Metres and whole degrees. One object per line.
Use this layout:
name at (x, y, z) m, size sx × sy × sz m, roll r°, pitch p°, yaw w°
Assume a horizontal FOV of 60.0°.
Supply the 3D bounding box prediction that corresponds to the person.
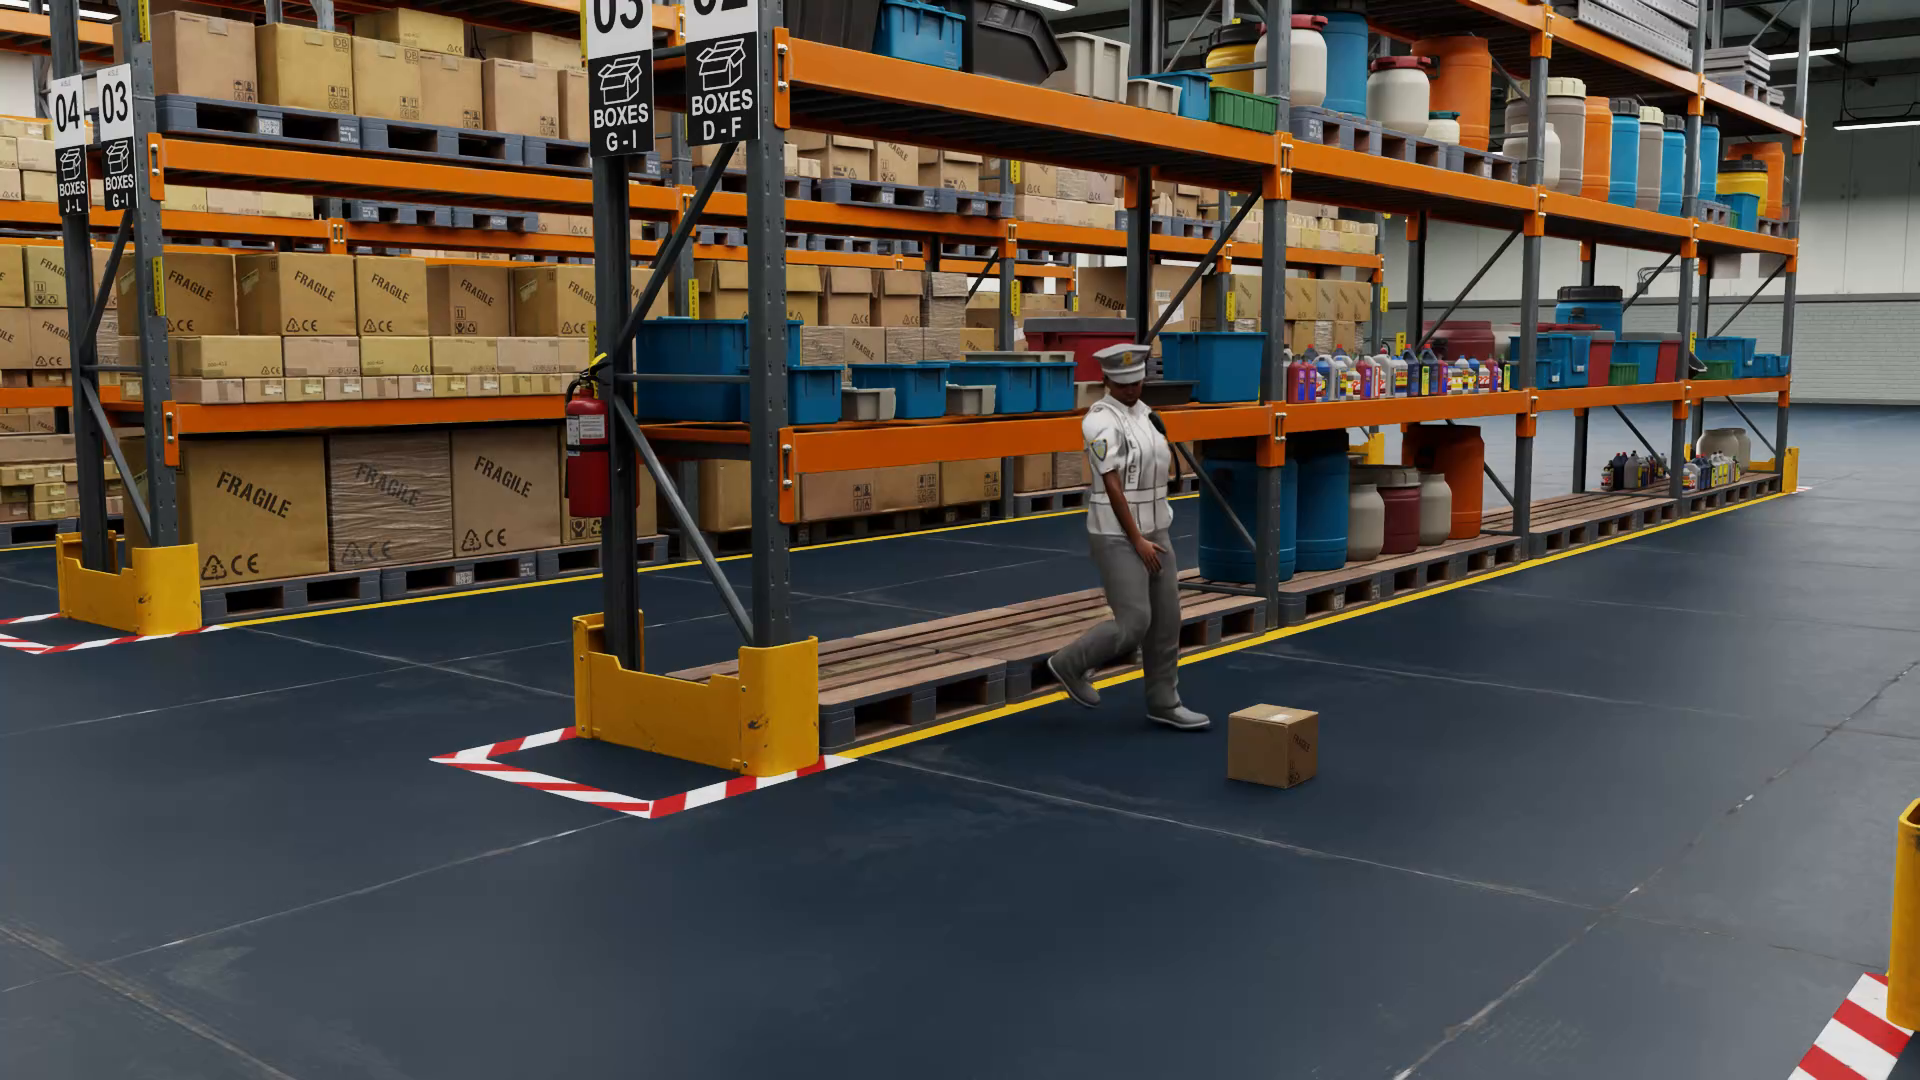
person at (0.710, -0.007, 7.044) m, size 0.597 × 1.640 × 0.513 m, roll 5°, pitch 9°, yaw 39°
